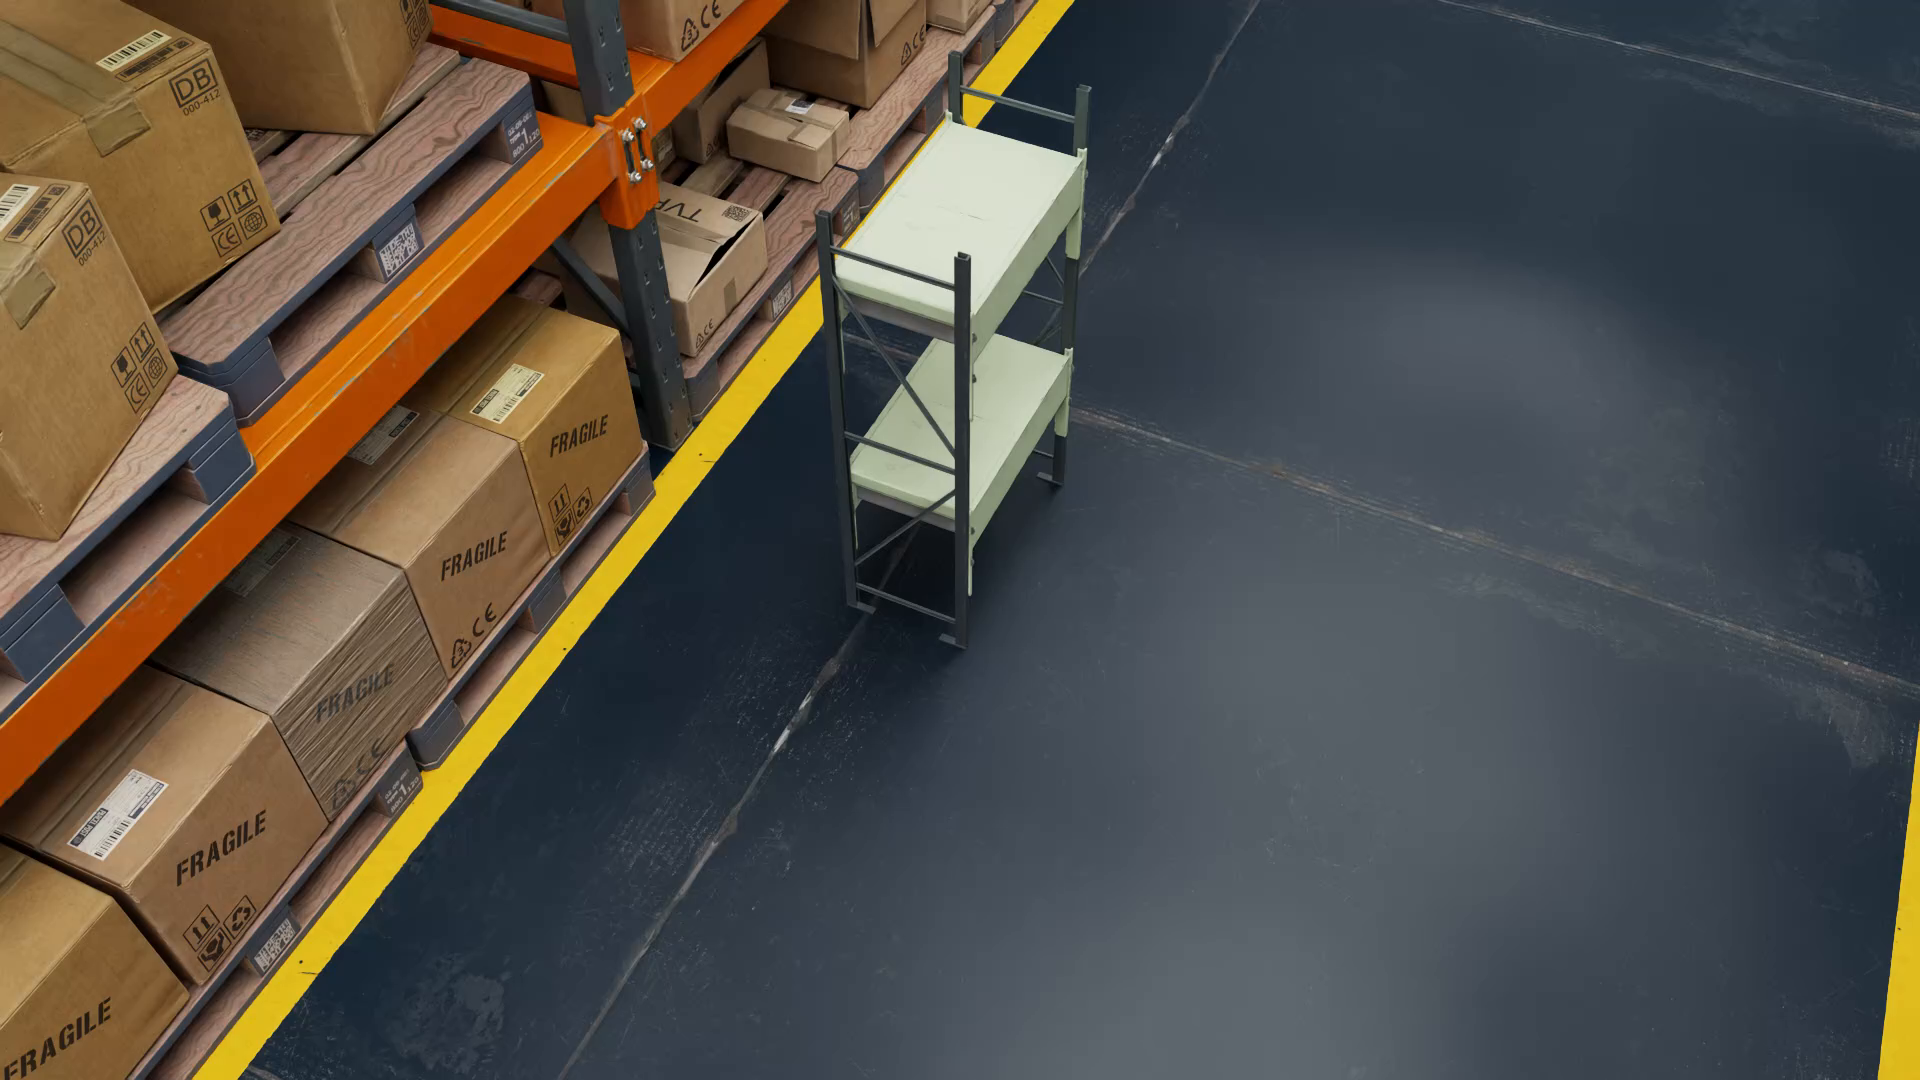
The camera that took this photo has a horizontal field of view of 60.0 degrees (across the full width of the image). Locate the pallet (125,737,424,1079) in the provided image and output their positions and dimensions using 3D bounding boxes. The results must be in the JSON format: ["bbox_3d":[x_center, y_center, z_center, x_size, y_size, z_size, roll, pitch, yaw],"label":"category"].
[{"bbox_3d":[-2.200,0.860,4.380,1.003,0.211,1.213,20,52,16],"label":"pallet"}]

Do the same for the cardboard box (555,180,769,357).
[{"bbox_3d":[-0.992,-0.949,5.565,0.500,0.311,0.500,20,52,16],"label":"cardboard box"}]

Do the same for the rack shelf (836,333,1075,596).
[{"bbox_3d":[-0.003,-0.270,4.923,0.431,0.370,0.720,20,52,16],"label":"rack shelf"}]

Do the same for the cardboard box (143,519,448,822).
[{"bbox_3d":[-1.752,0.324,4.357,0.500,0.500,0.500,20,53,17],"label":"cardboard box"}]

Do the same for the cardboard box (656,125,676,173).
[{"bbox_3d":[-1.274,-1.440,6.089,0.380,0.149,0.250,20,52,16],"label":"cardboard box"}]

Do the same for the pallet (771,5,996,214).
[{"bbox_3d":[-0.552,-1.871,6.704,1.003,0.211,1.213,20,52,16],"label":"pallet"}]

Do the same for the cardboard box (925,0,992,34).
[{"bbox_3d":[-0.100,-2.366,6.810,0.500,0.250,0.500,20,52,16],"label":"cardboard box"}]

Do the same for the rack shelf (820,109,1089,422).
[{"bbox_3d":[-0.003,-0.734,4.378,0.431,0.370,0.720,20,52,16],"label":"rack shelf"}]

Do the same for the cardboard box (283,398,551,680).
[{"bbox_3d":[-1.537,-0.021,4.651,0.500,0.500,0.500,20,52,16],"label":"cardboard box"}]

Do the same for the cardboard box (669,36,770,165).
[{"bbox_3d":[-1.059,-1.731,6.230,0.500,0.311,0.500,20,52,16],"label":"cardboard box"}]

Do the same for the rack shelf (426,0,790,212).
[{"bbox_3d":[-0.512,-2.603,5.968,1.077,0.370,4.000,20,52,16],"label":"rack shelf"}]

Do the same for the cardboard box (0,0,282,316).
[{"bbox_3d":[-2.008,-0.880,3.688,0.700,0.500,0.500,28,55,22],"label":"cardboard box"}]

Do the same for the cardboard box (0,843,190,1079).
[{"bbox_3d":[-2.185,1.036,3.751,0.500,0.500,0.500,19,52,16],"label":"cardboard box"}]

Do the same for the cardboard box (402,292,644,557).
[{"bbox_3d":[-1.318,-0.359,4.938,0.500,0.500,0.500,20,52,16],"label":"cardboard box"}]

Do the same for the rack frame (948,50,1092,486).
[{"bbox_3d":[0.154,-0.733,4.889,0.400,1.500,0.023,20,52,16],"label":"rack frame"}]

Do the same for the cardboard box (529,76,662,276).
[{"bbox_3d":[-1.380,-1.276,5.719,0.500,0.500,0.500,20,52,16],"label":"cardboard box"}]

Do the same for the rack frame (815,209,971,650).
[{"bbox_3d":[-0.159,-0.229,4.460,0.400,1.500,0.023,20,52,16],"label":"rack frame"}]

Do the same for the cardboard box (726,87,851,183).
[{"bbox_3d":[-0.631,-1.501,6.129,0.380,0.166,0.250,20,52,16],"label":"cardboard box"}]

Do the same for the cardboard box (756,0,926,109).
[{"bbox_3d":[-0.569,-2.088,6.408,0.797,0.503,0.637,20,52,16],"label":"cardboard box"}]

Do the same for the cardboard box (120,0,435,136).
[{"bbox_3d":[-1.771,-1.374,4.108,0.700,0.500,0.500,4,50,4],"label":"cardboard box"}]

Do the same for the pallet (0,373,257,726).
[{"bbox_3d":[-2.249,0.017,3.392,1.003,0.211,1.213,20,52,16],"label":"pallet"}]

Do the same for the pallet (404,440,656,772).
[{"bbox_3d":[-1.680,0.017,5.097,1.003,0.211,1.213,20,52,16],"label":"pallet"}]

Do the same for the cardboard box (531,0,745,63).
[{"bbox_3d":[-0.902,-1.754,4.707,0.500,0.500,0.500,21,53,17],"label":"cardboard box"}]

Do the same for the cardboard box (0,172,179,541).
[{"bbox_3d":[-2.066,-0.391,3.272,0.700,0.500,0.500,8,50,7],"label":"cardboard box"}]

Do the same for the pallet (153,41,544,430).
[{"bbox_3d":[-1.807,-0.882,4.157,1.003,0.211,1.213,20,52,16],"label":"pallet"}]

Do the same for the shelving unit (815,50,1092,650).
[{"bbox_3d":[-0.003,-0.481,4.675,0.431,1.500,0.755,20,52,16],"label":"shelving unit"}]

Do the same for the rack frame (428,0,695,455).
[{"bbox_3d":[-1.367,-1.459,4.522,1.000,3.000,0.127,20,52,16],"label":"rack frame"}]

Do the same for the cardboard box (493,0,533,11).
[{"bbox_3d":[-1.385,-1.919,4.848,0.500,0.500,0.500,21,53,17],"label":"cardboard box"}]

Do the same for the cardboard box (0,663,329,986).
[{"bbox_3d":[-1.967,0.675,4.058,0.500,0.500,0.500,18,52,15],"label":"cardboard box"}]

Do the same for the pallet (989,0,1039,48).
[{"bbox_3d":[-0.030,-2.708,7.416,1.003,0.211,1.213,20,52,16],"label":"pallet"}]

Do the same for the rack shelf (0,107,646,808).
[{"bbox_3d":[-2.221,0.151,3.624,1.077,0.370,4.000,20,52,16],"label":"rack shelf"}]

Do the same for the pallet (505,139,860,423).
[{"bbox_3d":[-1.072,-1.028,5.986,1.003,0.211,1.213,20,52,16],"label":"pallet"}]
